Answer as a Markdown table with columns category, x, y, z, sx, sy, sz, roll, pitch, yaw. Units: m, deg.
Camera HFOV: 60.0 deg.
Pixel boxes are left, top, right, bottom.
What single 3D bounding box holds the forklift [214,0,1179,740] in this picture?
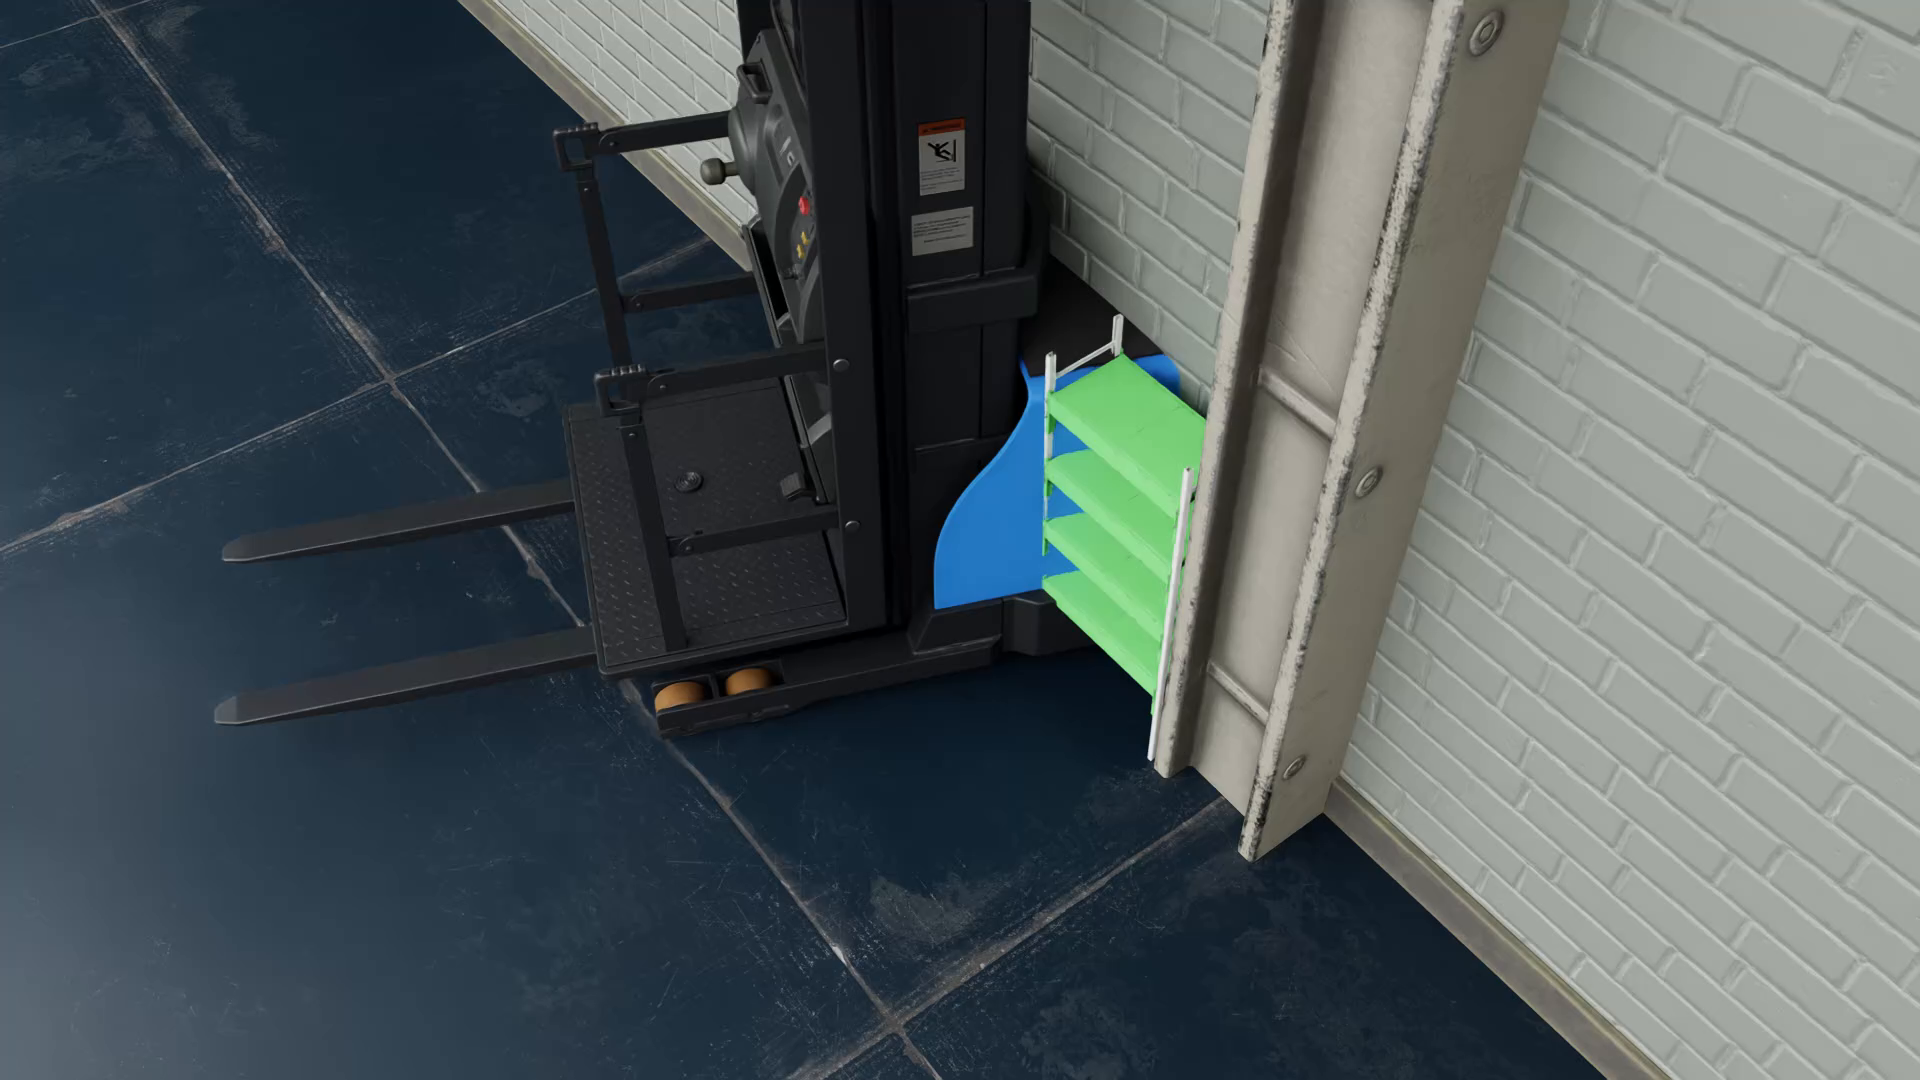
| category | x | y | z | sx | sy | sz | roll | pitch | yaw |
| --- | --- | --- | --- | --- | --- | --- | --- | --- | --- |
| forklift | -0.637 | -0.861 | 4.052 | 3.031 | 2.935 | 1.130 | -11 | 49 | -10 |

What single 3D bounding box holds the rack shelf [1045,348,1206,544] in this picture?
| category | x | y | z | sx | sy | sz | roll | pitch | yaw |
| --- | --- | --- | --- | --- | --- | --- | --- | --- | --- |
| rack shelf | 0.461 | -0.238 | 4.097 | 0.258 | 0.148 | 0.480 | -31 | 56 | -23 |

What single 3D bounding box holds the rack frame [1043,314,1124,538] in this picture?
| category | x | y | z | sx | sy | sz | roll | pitch | yaw |
| --- | --- | --- | --- | --- | --- | --- | --- | --- | --- |
| rack frame | 0.318 | -0.112 | 4.540 | 0.240 | 1.200 | 0.015 | -31 | 56 | -23 |

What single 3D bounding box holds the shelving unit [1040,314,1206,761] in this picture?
| category | x | y | z | sx | sy | sz | roll | pitch | yaw |
| --- | --- | --- | --- | --- | --- | --- | --- | --- | --- |
| shelving unit | 0.468 | 0.032 | 4.413 | 0.258 | 1.200 | 0.503 | -31 | 56 | -23 |

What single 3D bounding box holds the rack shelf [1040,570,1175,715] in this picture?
| category | x | y | z | sx | sy | sz | roll | pitch | yaw |
| --- | --- | --- | --- | --- | --- | --- | --- | --- | --- |
| rack shelf | 0.473 | 0.230 | 4.644 | 0.258 | 0.148 | 0.480 | -31 | 56 | -23 |

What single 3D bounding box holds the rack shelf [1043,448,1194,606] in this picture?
| category | x | y | z | sx | sy | sz | roll | pitch | yaw |
| --- | --- | --- | --- | --- | --- | --- | --- | --- | --- |
| rack shelf | 0.465 | -0.082 | 4.280 | 0.258 | 0.148 | 0.480 | -31 | 56 | -23 |

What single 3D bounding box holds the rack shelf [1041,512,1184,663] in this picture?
| category | x | y | z | sx | sy | sz | roll | pitch | yaw |
| --- | --- | --- | --- | --- | --- | --- | --- | --- | --- |
| rack shelf | 0.469 | 0.074 | 4.462 | 0.258 | 0.148 | 0.480 | -31 | 56 | -23 |

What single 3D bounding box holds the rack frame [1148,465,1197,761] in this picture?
| category | x | y | z | sx | sy | sz | roll | pitch | yaw |
| --- | --- | --- | --- | --- | --- | --- | --- | --- | --- |
| rack frame | 0.618 | 0.177 | 4.287 | 0.240 | 1.200 | 0.015 | -31 | 56 | -23 |
